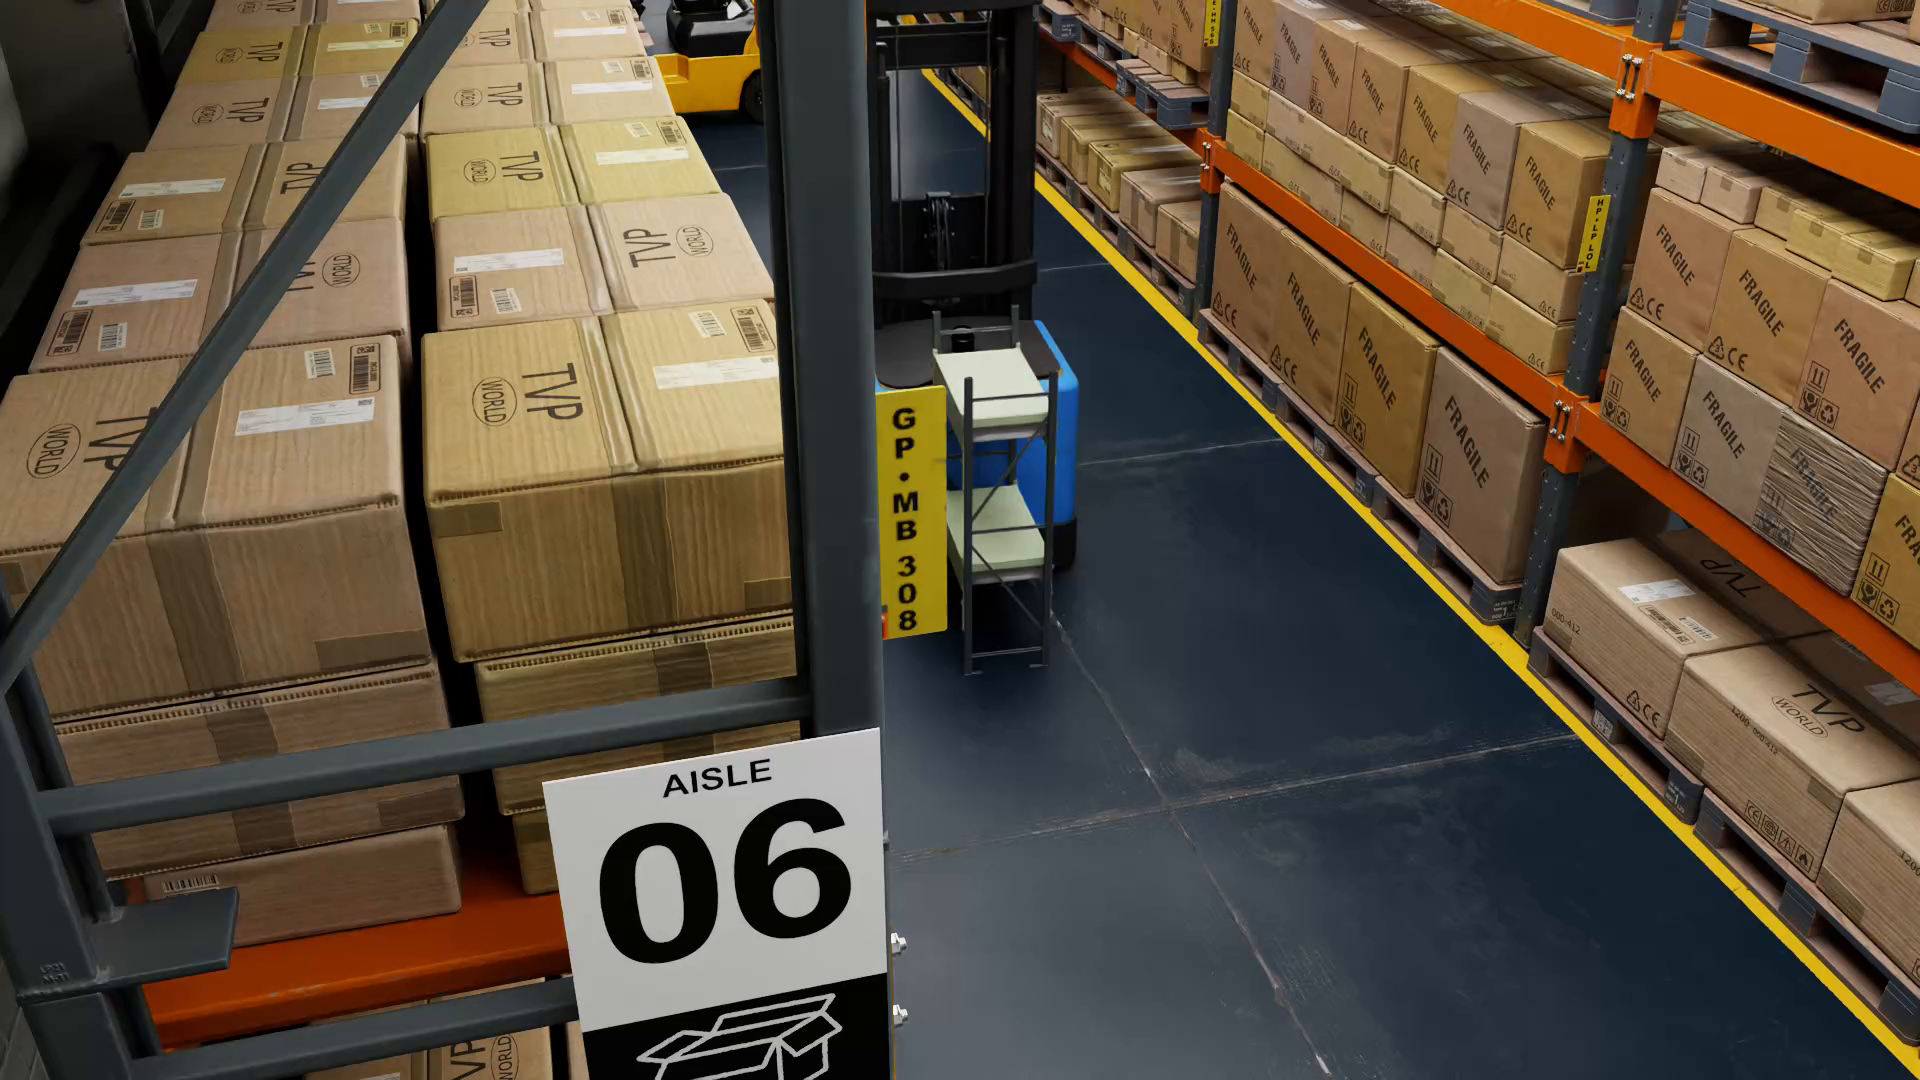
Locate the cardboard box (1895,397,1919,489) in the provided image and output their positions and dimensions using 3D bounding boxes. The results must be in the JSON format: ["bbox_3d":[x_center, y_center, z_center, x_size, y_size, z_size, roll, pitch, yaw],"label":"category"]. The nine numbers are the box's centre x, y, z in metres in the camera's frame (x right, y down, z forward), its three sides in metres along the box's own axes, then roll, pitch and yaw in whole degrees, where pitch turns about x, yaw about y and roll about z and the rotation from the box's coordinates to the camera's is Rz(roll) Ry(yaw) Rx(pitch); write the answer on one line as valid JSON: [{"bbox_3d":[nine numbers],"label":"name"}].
[{"bbox_3d":[3.413,-0.347,5.257,0.500,0.500,0.500,-8,31,-14],"label":"cardboard box"}]

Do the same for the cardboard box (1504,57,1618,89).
[{"bbox_3d":[3.003,-2.082,8.254,0.500,0.500,0.500,-9,31,-15],"label":"cardboard box"}]

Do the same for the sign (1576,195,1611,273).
[{"bbox_3d":[2.615,-1.260,6.856,0.100,0.325,0.005,-8,31,-13],"label":"sign"}]

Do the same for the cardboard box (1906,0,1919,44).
[{"bbox_3d":[3.524,-1.791,5.234,0.797,0.503,0.637,-5,31,-9],"label":"cardboard box"}]

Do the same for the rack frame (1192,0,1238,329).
[{"bbox_3d":[2.074,-2.802,10.597,1.000,3.000,0.127,-8,31,-13],"label":"rack frame"}]

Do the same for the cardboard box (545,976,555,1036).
[{"bbox_3d":[-1.228,0.984,3.909,0.500,0.250,0.500,-7,31,-12],"label":"cardboard box"}]

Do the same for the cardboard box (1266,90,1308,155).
[{"bbox_3d":[2.106,-2.426,9.598,0.500,0.250,0.500,-7,31,-12],"label":"cardboard box"}]

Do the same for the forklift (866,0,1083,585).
[{"bbox_3d":[8.853,-2.050,9.162,19.036,3.140,5.668,-6,31,-10],"label":"forklift"}]

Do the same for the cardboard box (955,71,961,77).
[{"bbox_3d":[0.183,-4.722,16.240,0.500,0.250,0.500,-6,31,-10],"label":"cardboard box"}]

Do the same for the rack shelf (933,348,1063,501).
[{"bbox_3d":[0.159,-0.525,7.380,0.431,0.370,0.720,-6,31,-10],"label":"rack shelf"}]

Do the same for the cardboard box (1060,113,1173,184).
[{"bbox_3d":[1.348,-3.179,13.452,0.950,0.372,0.625,-6,31,-10],"label":"cardboard box"}]

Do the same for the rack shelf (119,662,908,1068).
[{"bbox_3d":[-1.118,-0.230,3.876,1.077,0.370,4.000,-8,31,-13],"label":"rack shelf"}]

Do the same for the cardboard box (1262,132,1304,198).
[{"bbox_3d":[2.114,-2.222,9.744,0.500,0.250,0.500,-9,31,-15],"label":"cardboard box"}]

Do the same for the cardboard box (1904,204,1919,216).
[{"bbox_3d":[3.631,-1.137,5.975,0.380,0.149,0.250,-8,31,-14],"label":"cardboard box"}]

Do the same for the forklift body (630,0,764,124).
[{"bbox_3d":[-2.572,-4.964,15.179,2.313,2.155,1.214,-8,31,-13],"label":"forklift body"}]

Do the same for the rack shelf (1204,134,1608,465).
[{"bbox_3d":[2.605,-1.525,9.109,1.077,0.370,4.000,-8,31,-13],"label":"rack shelf"}]

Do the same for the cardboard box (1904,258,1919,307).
[{"bbox_3d":[3.356,-0.830,5.444,0.380,0.149,0.250,-8,31,-13],"label":"cardboard box"}]

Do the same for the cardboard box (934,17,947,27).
[{"bbox_3d":[0.048,-5.293,16.477,0.500,0.500,0.500,-9,31,-15],"label":"cardboard box"}]

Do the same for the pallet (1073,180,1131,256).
[{"bbox_3d":[1.548,-2.561,12.964,1.003,0.211,1.213,-8,31,-13],"label":"pallet"}]

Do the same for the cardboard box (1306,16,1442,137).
[{"bbox_3d":[2.232,-2.517,9.007,0.500,0.500,0.500,-7,31,-12],"label":"cardboard box"}]

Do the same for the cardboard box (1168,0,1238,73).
[{"bbox_3d":[1.685,-3.339,10.708,0.500,0.500,0.500,-9,31,-15],"label":"cardboard box"}]

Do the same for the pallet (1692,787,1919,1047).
[{"bbox_3d":[3.589,1.304,6.286,1.003,0.211,1.213,-8,31,-13],"label":"pallet"}]

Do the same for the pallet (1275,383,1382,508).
[{"bbox_3d":[2.531,-0.617,9.604,1.003,0.211,1.213,-8,31,-13],"label":"pallet"}]

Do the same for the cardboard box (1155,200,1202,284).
[{"bbox_3d":[1.933,-2.121,11.624,0.950,0.372,0.625,-10,32,-17],"label":"cardboard box"}]

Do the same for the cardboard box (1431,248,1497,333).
[{"bbox_3d":[2.639,-1.235,8.039,0.500,0.250,0.500,-8,31,-14],"label":"cardboard box"}]

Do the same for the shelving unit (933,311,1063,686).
[{"bbox_3d":[0.159,-0.187,7.576,0.431,1.500,0.755,-6,31,-10],"label":"shelving unit"}]

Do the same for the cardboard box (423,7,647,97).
[{"bbox_3d":[-1.014,-1.085,3.990,0.500,0.250,0.500,-7,31,-12],"label":"cardboard box"}]

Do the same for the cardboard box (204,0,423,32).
[{"bbox_3d":[-1.639,-1.262,4.295,0.500,0.250,0.500,-9,31,-15],"label":"cardboard box"}]

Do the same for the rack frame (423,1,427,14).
[{"bbox_3d":[-1.649,-2.805,4.613,1.000,3.000,0.127,-8,31,-13],"label":"rack frame"}]

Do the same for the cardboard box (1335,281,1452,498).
[{"bbox_3d":[2.647,-0.857,8.937,0.875,0.875,0.875,-7,31,-12],"label":"cardboard box"}]

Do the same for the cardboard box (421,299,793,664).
[{"bbox_3d":[-0.463,-0.103,2.293,0.500,0.250,0.500,-8,31,-14],"label":"cardboard box"}]

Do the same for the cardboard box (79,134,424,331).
[{"bbox_3d":[-1.259,-0.532,3.033,0.500,0.250,0.500,-8,31,-13],"label":"cardboard box"}]

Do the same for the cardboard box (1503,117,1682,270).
[{"bbox_3d":[2.775,-1.529,7.299,0.500,0.500,0.500,-7,31,-12],"label":"cardboard box"}]

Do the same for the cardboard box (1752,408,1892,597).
[{"bbox_3d":[3.263,-0.168,5.945,0.500,0.500,0.500,-8,31,-13],"label":"cardboard box"}]

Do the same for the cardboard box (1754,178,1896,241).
[{"bbox_3d":[3.161,-1.201,6.085,0.380,0.149,0.250,-8,31,-14],"label":"cardboard box"}]

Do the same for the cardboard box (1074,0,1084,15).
[{"bbox_3d":[1.089,-4.120,12.705,0.380,0.149,0.250,-7,31,-13],"label":"cardboard box"}]

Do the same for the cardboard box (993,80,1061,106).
[{"bbox_3d":[0.596,-3.976,14.950,0.500,0.250,0.500,-6,31,-11],"label":"cardboard box"}]

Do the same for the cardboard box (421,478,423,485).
[{"bbox_3d":[-1.115,-0.063,2.723,0.500,0.250,0.500,-8,31,-13],"label":"cardboard box"}]

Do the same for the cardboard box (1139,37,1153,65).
[{"bbox_3d":[1.450,-3.361,11.393,0.380,0.149,0.250,-9,31,-16],"label":"cardboard box"}]

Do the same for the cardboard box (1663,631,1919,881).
[{"bbox_3d":[3.437,0.807,6.501,0.875,0.438,0.875,-9,31,-15],"label":"cardboard box"}]

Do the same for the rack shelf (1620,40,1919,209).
[{"bbox_3d":[3.666,-0.891,5.019,1.077,0.370,4.000,-8,31,-13],"label":"rack shelf"}]

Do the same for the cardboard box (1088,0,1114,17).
[{"bbox_3d":[1.258,-4.094,12.013,0.500,0.500,0.500,-9,31,-15],"label":"cardboard box"}]

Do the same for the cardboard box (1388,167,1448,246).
[{"bbox_3d":[2.501,-1.692,8.330,0.500,0.250,0.500,-7,31,-12],"label":"cardboard box"}]

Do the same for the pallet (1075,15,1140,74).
[{"bbox_3d":[1.509,-3.670,12.288,1.003,0.211,1.213,-8,31,-13],"label":"pallet"}]
